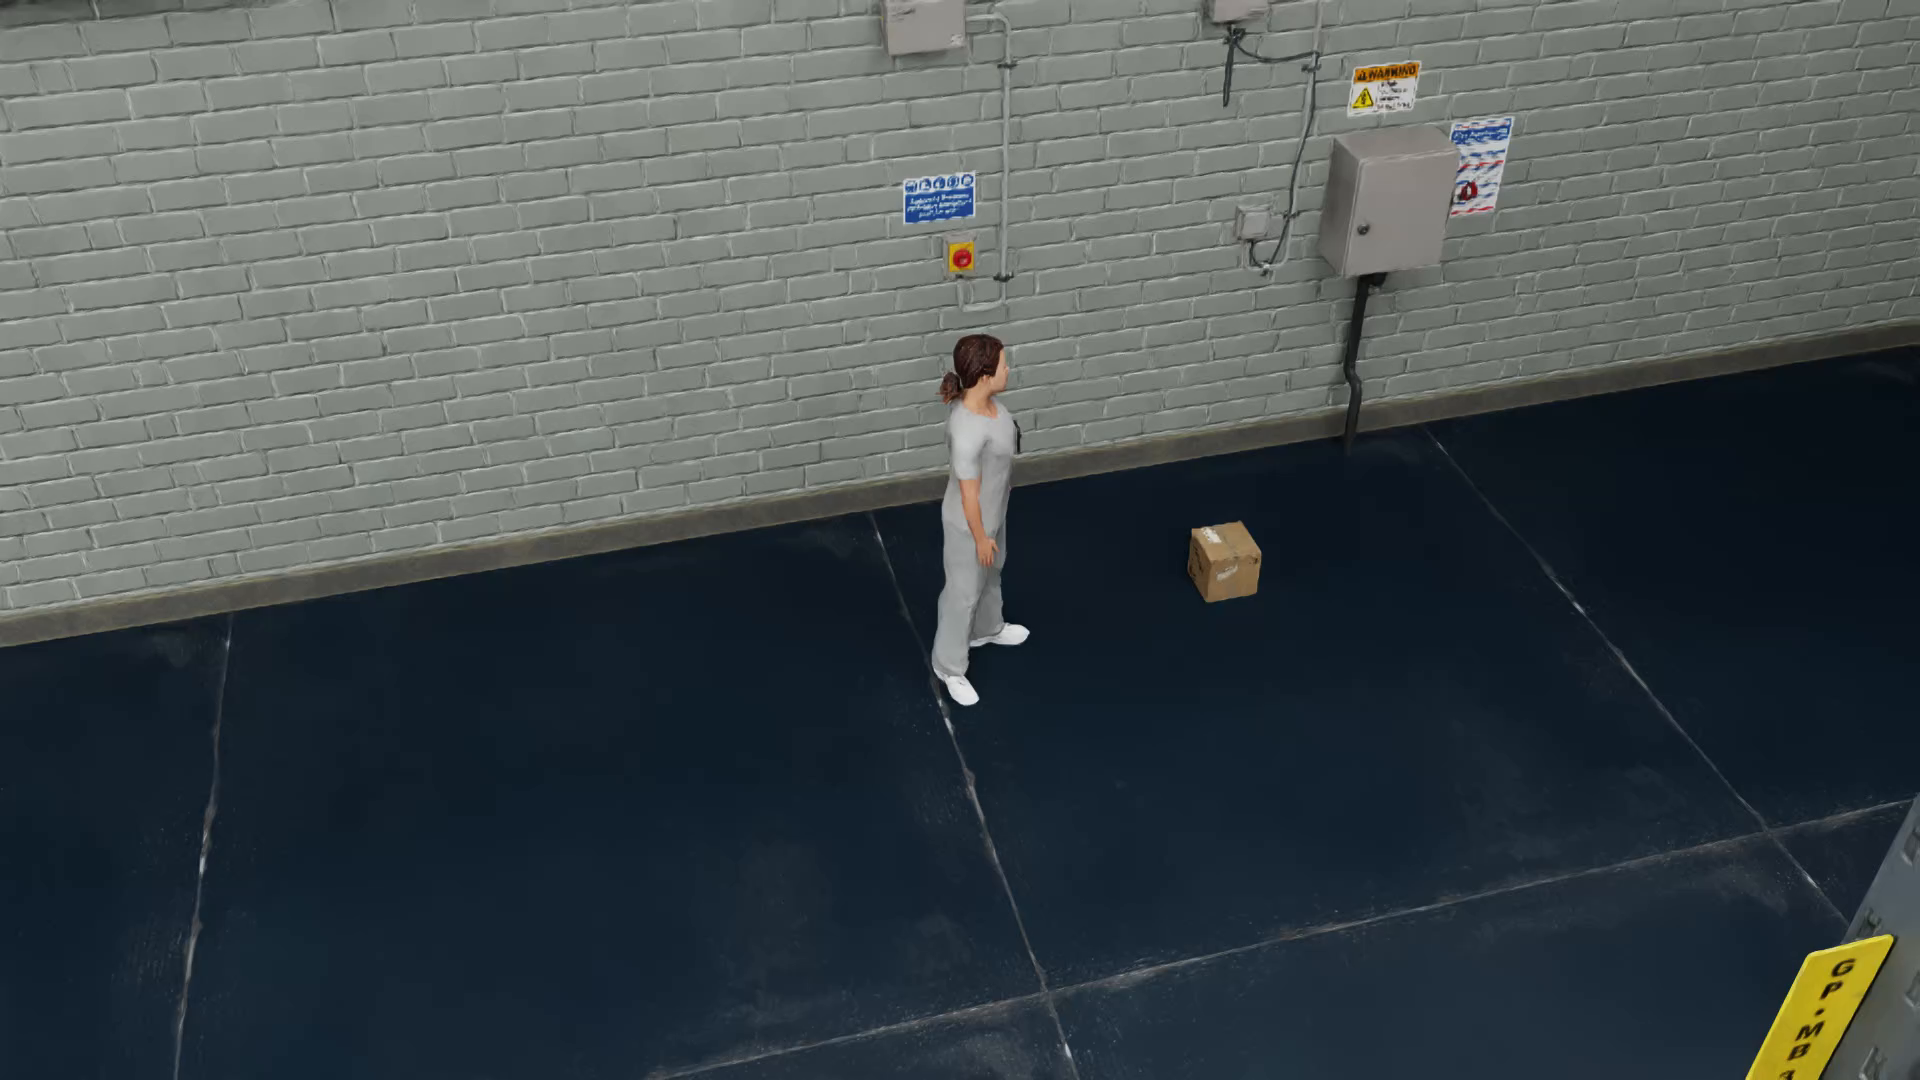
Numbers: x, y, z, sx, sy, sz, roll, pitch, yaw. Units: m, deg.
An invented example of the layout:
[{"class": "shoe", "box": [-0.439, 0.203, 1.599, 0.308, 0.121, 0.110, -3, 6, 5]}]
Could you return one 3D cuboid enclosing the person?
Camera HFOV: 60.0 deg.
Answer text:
[{"class": "person", "box": [0.081, -0.012, 6.892, 0.380, 1.425, 0.564, 8, 39, 9]}]
